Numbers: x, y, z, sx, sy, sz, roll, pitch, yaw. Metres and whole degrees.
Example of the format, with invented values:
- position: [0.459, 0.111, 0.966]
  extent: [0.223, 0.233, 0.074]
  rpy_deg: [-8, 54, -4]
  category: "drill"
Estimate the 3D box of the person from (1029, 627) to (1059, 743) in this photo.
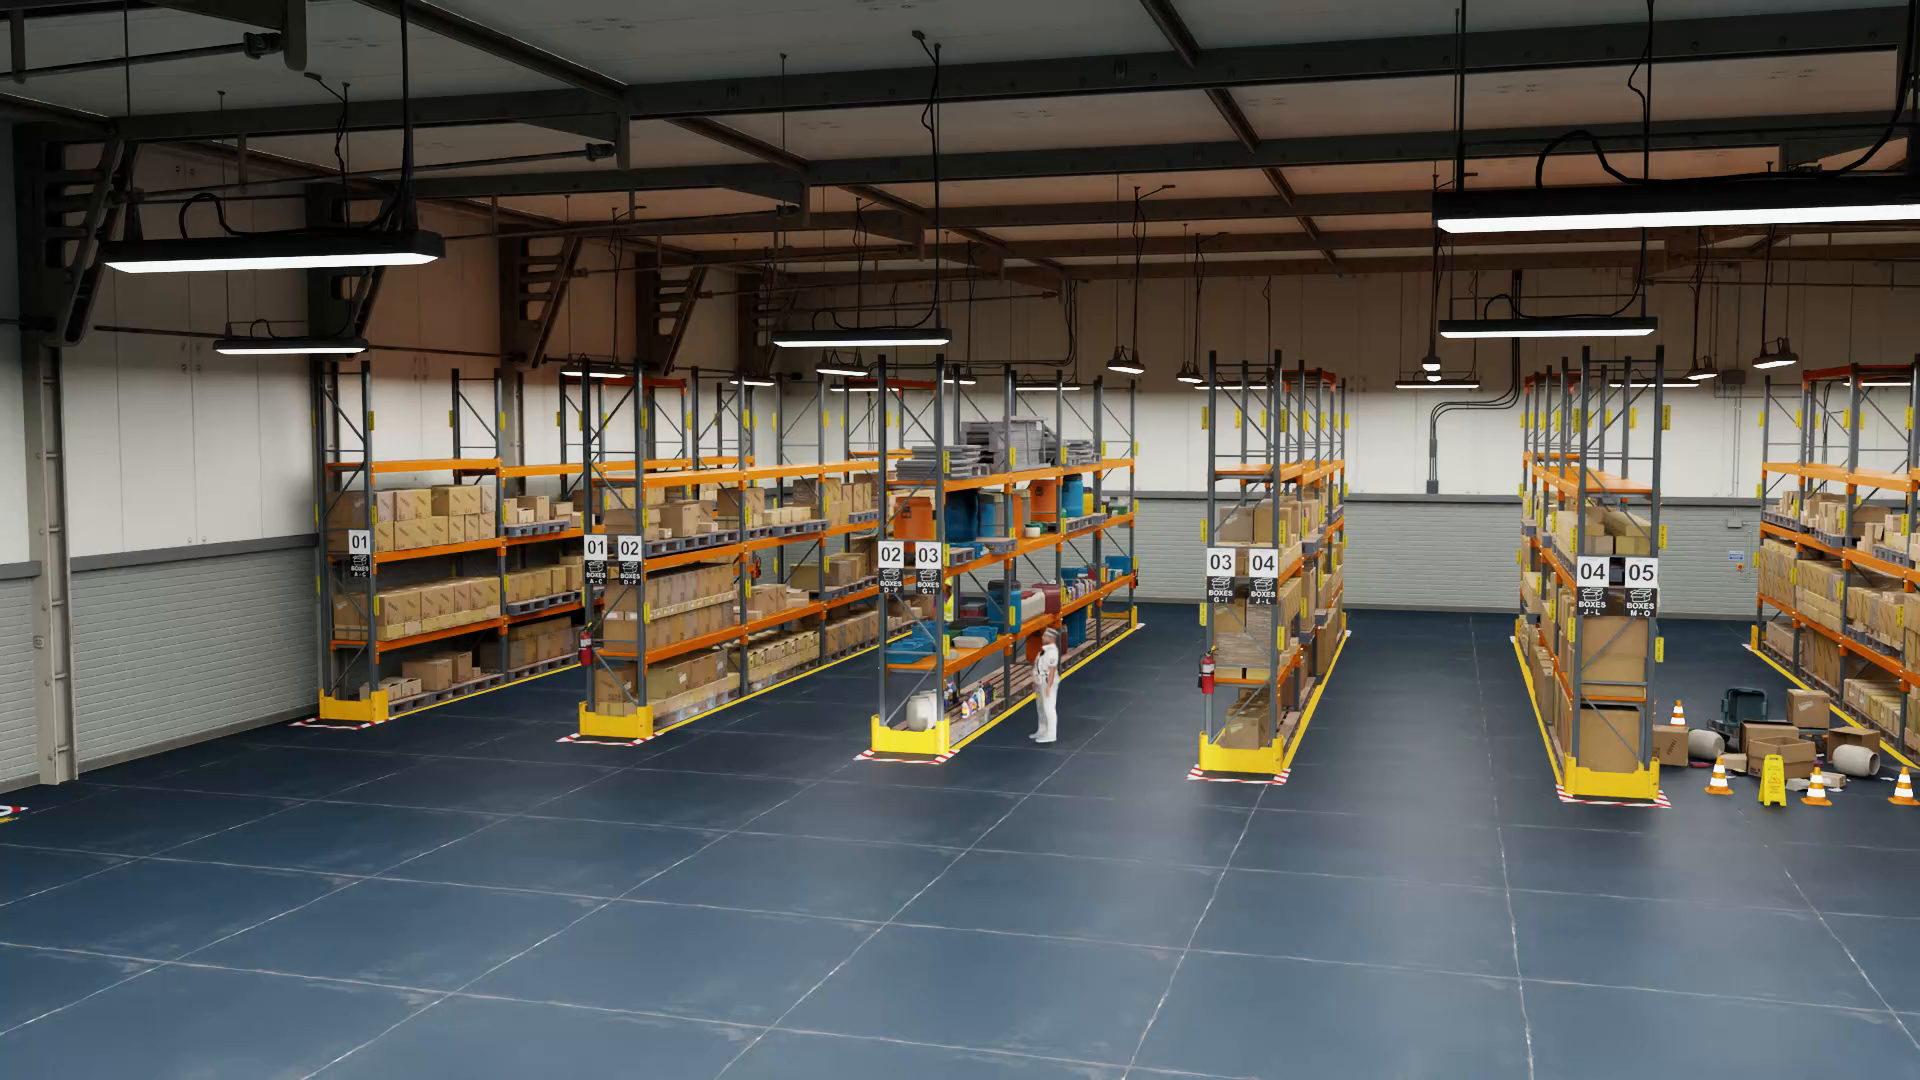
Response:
- position: [1.330, 2.239, 25.975]
  extent: [0.439, 1.783, 0.594]
  rpy_deg: [-1, 4, -16]
  category: "person"

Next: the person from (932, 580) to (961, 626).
- position: [-0.295, 1.688, 34.290]
  extent: [0.582, 1.726, 0.999]
  rpy_deg: [1, 4, 14]
  category: "person"
